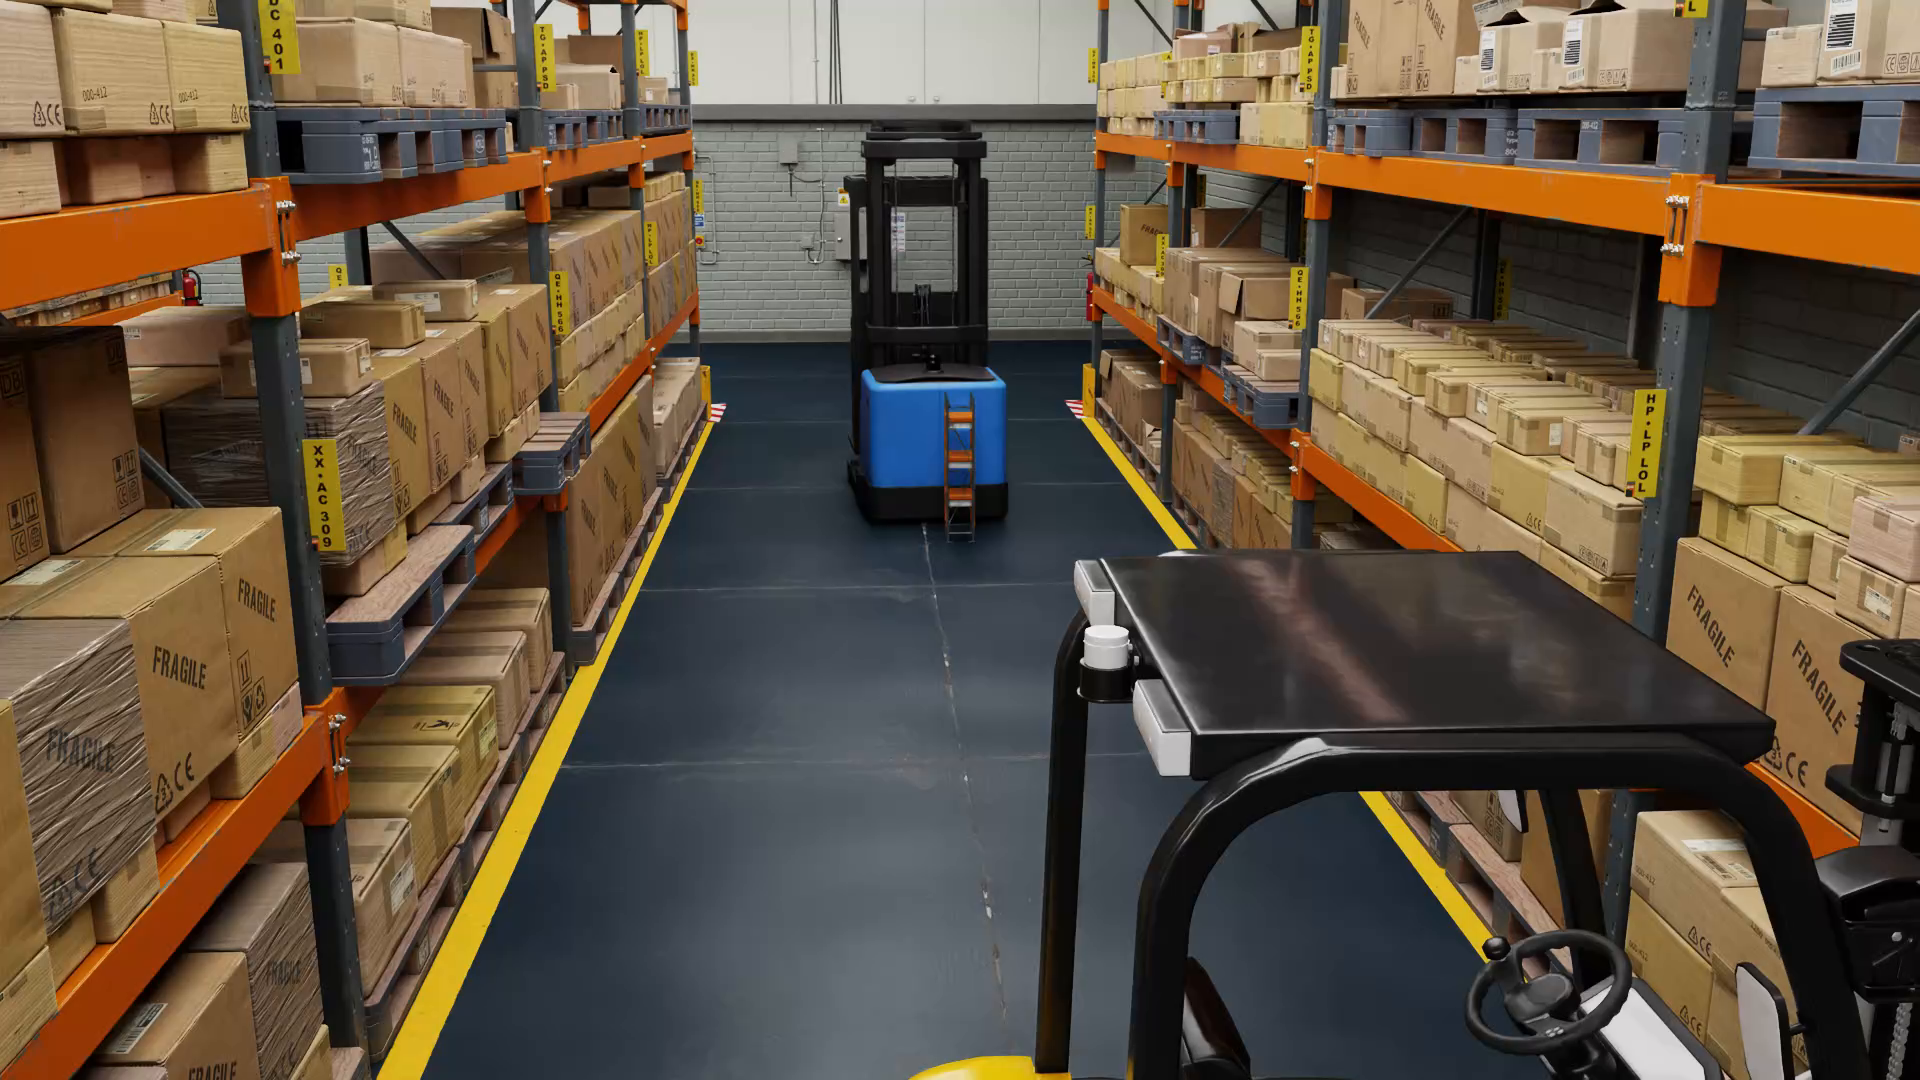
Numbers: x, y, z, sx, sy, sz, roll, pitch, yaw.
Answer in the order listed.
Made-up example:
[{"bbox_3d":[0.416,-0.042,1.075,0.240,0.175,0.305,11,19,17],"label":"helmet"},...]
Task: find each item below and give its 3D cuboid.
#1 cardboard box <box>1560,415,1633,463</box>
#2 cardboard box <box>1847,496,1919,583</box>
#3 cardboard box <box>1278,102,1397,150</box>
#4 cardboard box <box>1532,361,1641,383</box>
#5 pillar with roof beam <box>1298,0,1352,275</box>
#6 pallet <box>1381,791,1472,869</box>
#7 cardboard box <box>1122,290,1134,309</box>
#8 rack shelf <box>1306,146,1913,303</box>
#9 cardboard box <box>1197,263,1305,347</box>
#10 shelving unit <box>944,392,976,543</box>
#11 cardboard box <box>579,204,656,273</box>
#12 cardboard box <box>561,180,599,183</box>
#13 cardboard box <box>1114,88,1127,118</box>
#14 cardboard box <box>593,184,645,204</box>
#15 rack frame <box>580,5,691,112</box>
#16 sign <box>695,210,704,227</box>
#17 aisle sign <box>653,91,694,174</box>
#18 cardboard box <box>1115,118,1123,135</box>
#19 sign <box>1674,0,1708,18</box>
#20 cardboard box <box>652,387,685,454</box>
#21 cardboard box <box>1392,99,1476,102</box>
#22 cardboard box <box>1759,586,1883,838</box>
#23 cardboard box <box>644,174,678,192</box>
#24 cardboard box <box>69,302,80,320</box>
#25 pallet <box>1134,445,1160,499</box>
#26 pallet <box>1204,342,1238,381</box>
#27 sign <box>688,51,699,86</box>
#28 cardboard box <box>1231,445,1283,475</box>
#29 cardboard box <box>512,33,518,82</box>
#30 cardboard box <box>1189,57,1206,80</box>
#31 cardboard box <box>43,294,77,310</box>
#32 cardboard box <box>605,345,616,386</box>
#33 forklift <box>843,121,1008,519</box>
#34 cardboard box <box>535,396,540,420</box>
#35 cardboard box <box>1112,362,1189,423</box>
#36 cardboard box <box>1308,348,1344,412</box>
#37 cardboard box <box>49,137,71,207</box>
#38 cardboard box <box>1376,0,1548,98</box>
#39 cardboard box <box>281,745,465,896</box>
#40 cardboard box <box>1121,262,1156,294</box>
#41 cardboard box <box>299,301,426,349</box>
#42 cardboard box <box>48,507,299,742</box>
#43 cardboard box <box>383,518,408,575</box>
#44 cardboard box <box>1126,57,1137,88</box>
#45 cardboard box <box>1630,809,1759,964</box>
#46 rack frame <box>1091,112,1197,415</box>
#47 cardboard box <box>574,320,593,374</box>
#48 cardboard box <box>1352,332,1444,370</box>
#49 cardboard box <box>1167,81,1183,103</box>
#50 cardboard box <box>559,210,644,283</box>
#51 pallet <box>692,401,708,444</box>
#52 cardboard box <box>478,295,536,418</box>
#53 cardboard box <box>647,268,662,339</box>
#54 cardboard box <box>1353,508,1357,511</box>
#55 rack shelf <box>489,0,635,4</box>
[{"bbox_3d":[2.348,-0.345,5.844,0.380,0.149,0.250,-1,14,-3],"label":"cardboard box"},{"bbox_3d":[2.356,-0.005,3.928,0.380,0.149,0.250,-1,14,-2],"label":"cardboard box"},{"bbox_3d":[2.066,-2.274,9.126,0.500,0.250,0.500,-1,14,-5],"label":"cardboard box"},{"bbox_3d":[2.676,-0.673,7.121,0.380,0.149,0.250,0,14,-2],"label":"cardboard box"},{"bbox_3d":[-1.348,-4.791,12.587,9.100,9.000,0.400,-1,14,-3],"label":"pillar with roof beam"},{"bbox_3d":[2.424,1.089,7.372,1.003,0.211,1.213,-1,14,-3],"label":"pallet"},{"bbox_3d":[1.658,-2.166,14.927,0.380,0.149,0.250,-1,14,-2],"label":"cardboard box"},{"bbox_3d":[2.464,-1.377,6.782,1.077,0.370,4.000,-1,14,-3],"label":"rack shelf"},{"bbox_3d":[1.980,-1.569,11.061,0.700,0.500,0.500,-1,14,-4],"label":"cardboard box"},{"bbox_3d":[-0.003,-0.522,11.947,0.215,1.050,0.252,-1,14,-3],"label":"shelving unit"},{"bbox_3d":[-2.650,-2.342,12.902,0.500,0.500,0.500,-1,14,-3],"label":"cardboard box"},{"bbox_3d":[-3.215,-2.925,13.864,0.380,0.149,0.250,-1,14,-5],"label":"cardboard box"},{"bbox_3d":[1.670,-3.916,14.909,0.500,0.250,0.500,-1,14,-5],"label":"cardboard box"},{"bbox_3d":[-2.654,-2.680,12.914,0.380,0.149,0.250,-1,14,-3],"label":"cardboard box"},{"bbox_3d":[-3.110,-5.587,15.683,1.000,3.000,0.127,-1,14,-3],"label":"rack frame"},{"bbox_3d":[-3.534,-4.229,21.902,0.327,0.218,0.001,-1,14,-3],"label":"sign"},{"bbox_3d":[-2.805,-3.964,16.195,0.394,0.787,0.004,-1,14,-3],"label":"aisle sign"},{"bbox_3d":[1.609,-3.750,15.067,0.380,0.149,0.250,-1,14,-4],"label":"cardboard box"},{"bbox_3d":[2.047,-1.620,4.613,0.100,0.325,0.005,-1,14,-3],"label":"sign"},{"bbox_3d":[-2.850,-1.030,14.310,0.875,0.438,0.875,-1,14,-5],"label":"cardboard box"},{"bbox_3d":[2.556,-2.438,8.962,0.380,0.149,0.250,-1,14,-3],"label":"cardboard box"},{"bbox_3d":[2.403,0.420,4.173,0.500,0.500,0.500,-1,14,-2],"label":"cardboard box"},{"bbox_3d":[-2.773,-3.254,15.143,0.380,0.149,0.250,-1,14,-2],"label":"cardboard box"},{"bbox_3d":[-7.680,-1.932,14.020,0.380,0.149,0.250,0,14,-1],"label":"cardboard box"},{"bbox_3d":[2.050,-0.585,13.877,1.003,0.211,1.213,-1,14,-3],"label":"pallet"},{"bbox_3d":[2.215,-1.161,10.903,1.003,0.211,1.213,-1,14,-3],"label":"pallet"},{"bbox_3d":[-2.567,-4.530,15.975,0.100,0.325,0.005,-1,14,-3],"label":"sign"},{"bbox_3d":[2.002,-0.526,10.923,0.380,0.149,0.250,-2,15,-6],"label":"cardboard box"},{"bbox_3d":[-3.097,-3.168,11.256,0.500,0.500,0.500,-1,14,-4],"label":"cardboard box"},{"bbox_3d":[1.776,-3.218,11.358,0.380,0.149,0.250,-1,14,-4],"label":"cardboard box"},{"bbox_3d":[-7.608,-2.154,13.581,0.500,0.500,0.500,-1,14,-5],"label":"cardboard box"},{"bbox_3d":[-2.503,-1.126,10.684,0.500,0.250,0.500,-1,14,-3],"label":"cardboard box"},{"bbox_3d":[-0.355,-1.890,13.491,1.130,2.935,3.031,-2,15,-8],"label":"forklift"},{"bbox_3d":[-2.270,-0.631,8.119,0.380,0.149,0.250,-1,14,-3],"label":"cardboard box"},{"bbox_3d":[1.802,-1.386,15.566,0.700,0.500,0.500,0,14,-1],"label":"cardboard box"},{"bbox_3d":[2.099,-0.825,8.510,0.500,0.250,0.500,-1,14,-3],"label":"cardboard box"},{"bbox_3d":[-2.106,-0.764,3.459,0.380,0.149,0.250,-1,14,-5],"label":"cardboard box"},{"bbox_3d":[2.273,-2.215,7.352,0.700,0.500,0.500,-1,14,-5],"label":"cardboard box"},{"bbox_3d":[-2.449,1.062,6.308,0.950,0.372,0.625,0,14,0],"label":"cardboard box"},{"bbox_3d":[1.723,-2.336,14.789,0.500,0.250,0.500,-1,14,-5],"label":"cardboard box"},{"bbox_3d":[-2.212,-0.799,6.168,0.380,0.149,0.250,0,14,0],"label":"cardboard box"},{"bbox_3d":[-2.090,0.217,4.367,0.500,0.500,0.500,-1,14,-5],"label":"cardboard box"},{"bbox_3d":[-2.092,0.016,5.605,0.380,0.149,0.250,-1,14,-2],"label":"cardboard box"},{"bbox_3d":[1.720,-4.033,14.364,0.500,0.250,0.500,0,14,-2],"label":"cardboard box"},{"bbox_3d":[2.305,0.994,4.812,0.500,0.250,0.500,-1,14,-4],"label":"cardboard box"},{"bbox_3d":[1.844,-2.760,16.732,1.000,3.000,0.127,-1,14,-3],"label":"rack frame"},{"bbox_3d":[-2.430,-1.120,9.658,0.500,0.250,0.500,-1,14,-2],"label":"cardboard box"},{"bbox_3d":[2.125,-0.919,8.075,0.380,0.149,0.250,0,14,-2],"label":"cardboard box"},{"bbox_3d":[1.695,-3.202,11.893,0.380,0.149,0.250,-1,14,-3],"label":"cardboard box"},{"bbox_3d":[-2.584,-2.113,12.010,0.500,0.500,0.500,0,14,-2],"label":"cardboard box"},{"bbox_3d":[-2.982,-1.134,16.010,1.003,0.211,1.213,-1,14,-3],"label":"pallet"},{"bbox_3d":[-2.265,-0.851,7.674,0.500,0.500,0.500,-1,14,-4],"label":"cardboard box"},{"bbox_3d":[-2.630,-1.856,13.021,0.500,0.500,0.500,0,14,-2],"label":"cardboard box"},{"bbox_3d":[2.583,0.006,10.158,0.500,0.500,0.500,-1,14,-3],"label":"cardboard box"},{"bbox_3d":[-2.738,-3.553,10.023,1.077,0.370,4.000,-1,14,-3],"label":"rack shelf"}]
